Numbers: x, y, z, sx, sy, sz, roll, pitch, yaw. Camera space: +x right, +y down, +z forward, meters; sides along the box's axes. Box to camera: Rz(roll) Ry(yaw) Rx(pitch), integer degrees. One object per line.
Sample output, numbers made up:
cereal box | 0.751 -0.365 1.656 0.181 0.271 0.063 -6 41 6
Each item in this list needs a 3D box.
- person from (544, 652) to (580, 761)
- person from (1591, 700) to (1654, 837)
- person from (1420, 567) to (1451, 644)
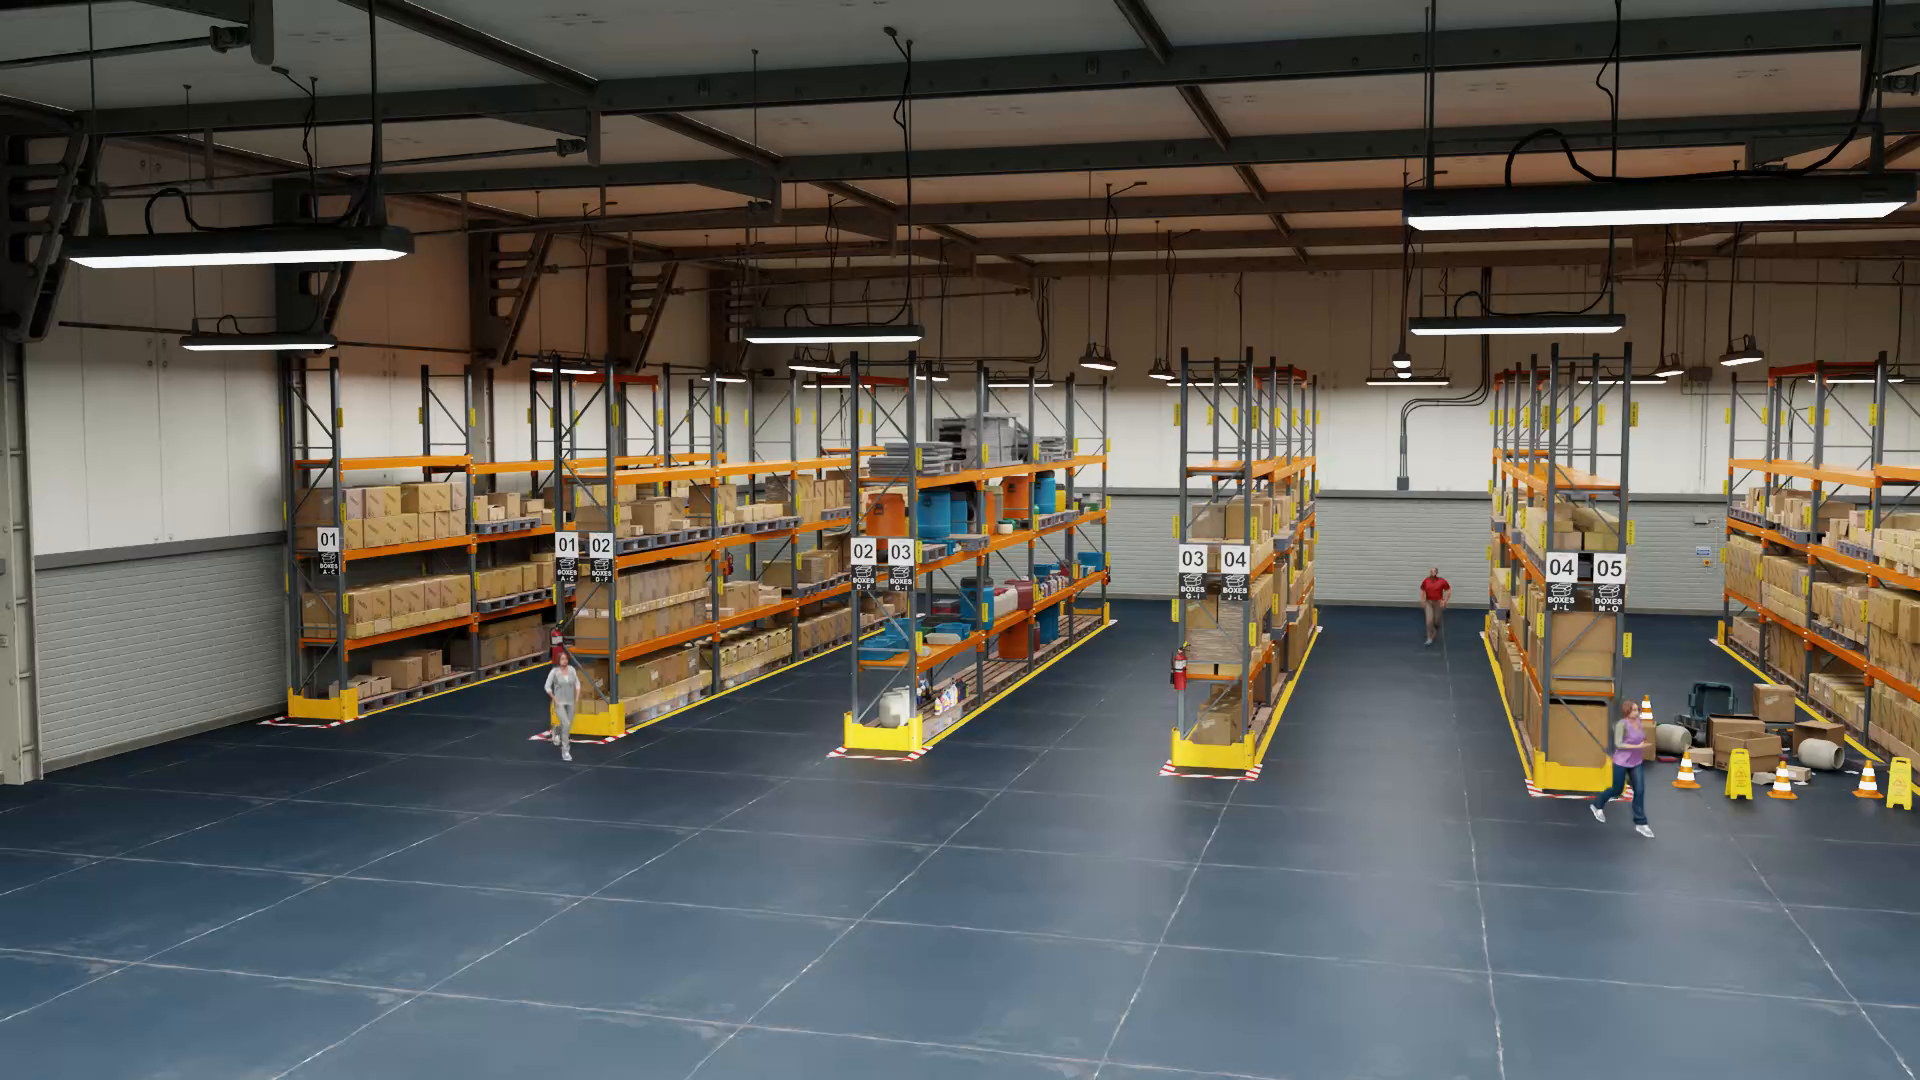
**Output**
person | -5.883 2.421 24.553 0.531 1.591 0.687 -3 5 -36
person | 8.009 2.707 20.036 0.533 1.595 0.887 -2 5 -27
person | 10.579 1.452 37.008 0.679 1.717 0.673 2 5 25
